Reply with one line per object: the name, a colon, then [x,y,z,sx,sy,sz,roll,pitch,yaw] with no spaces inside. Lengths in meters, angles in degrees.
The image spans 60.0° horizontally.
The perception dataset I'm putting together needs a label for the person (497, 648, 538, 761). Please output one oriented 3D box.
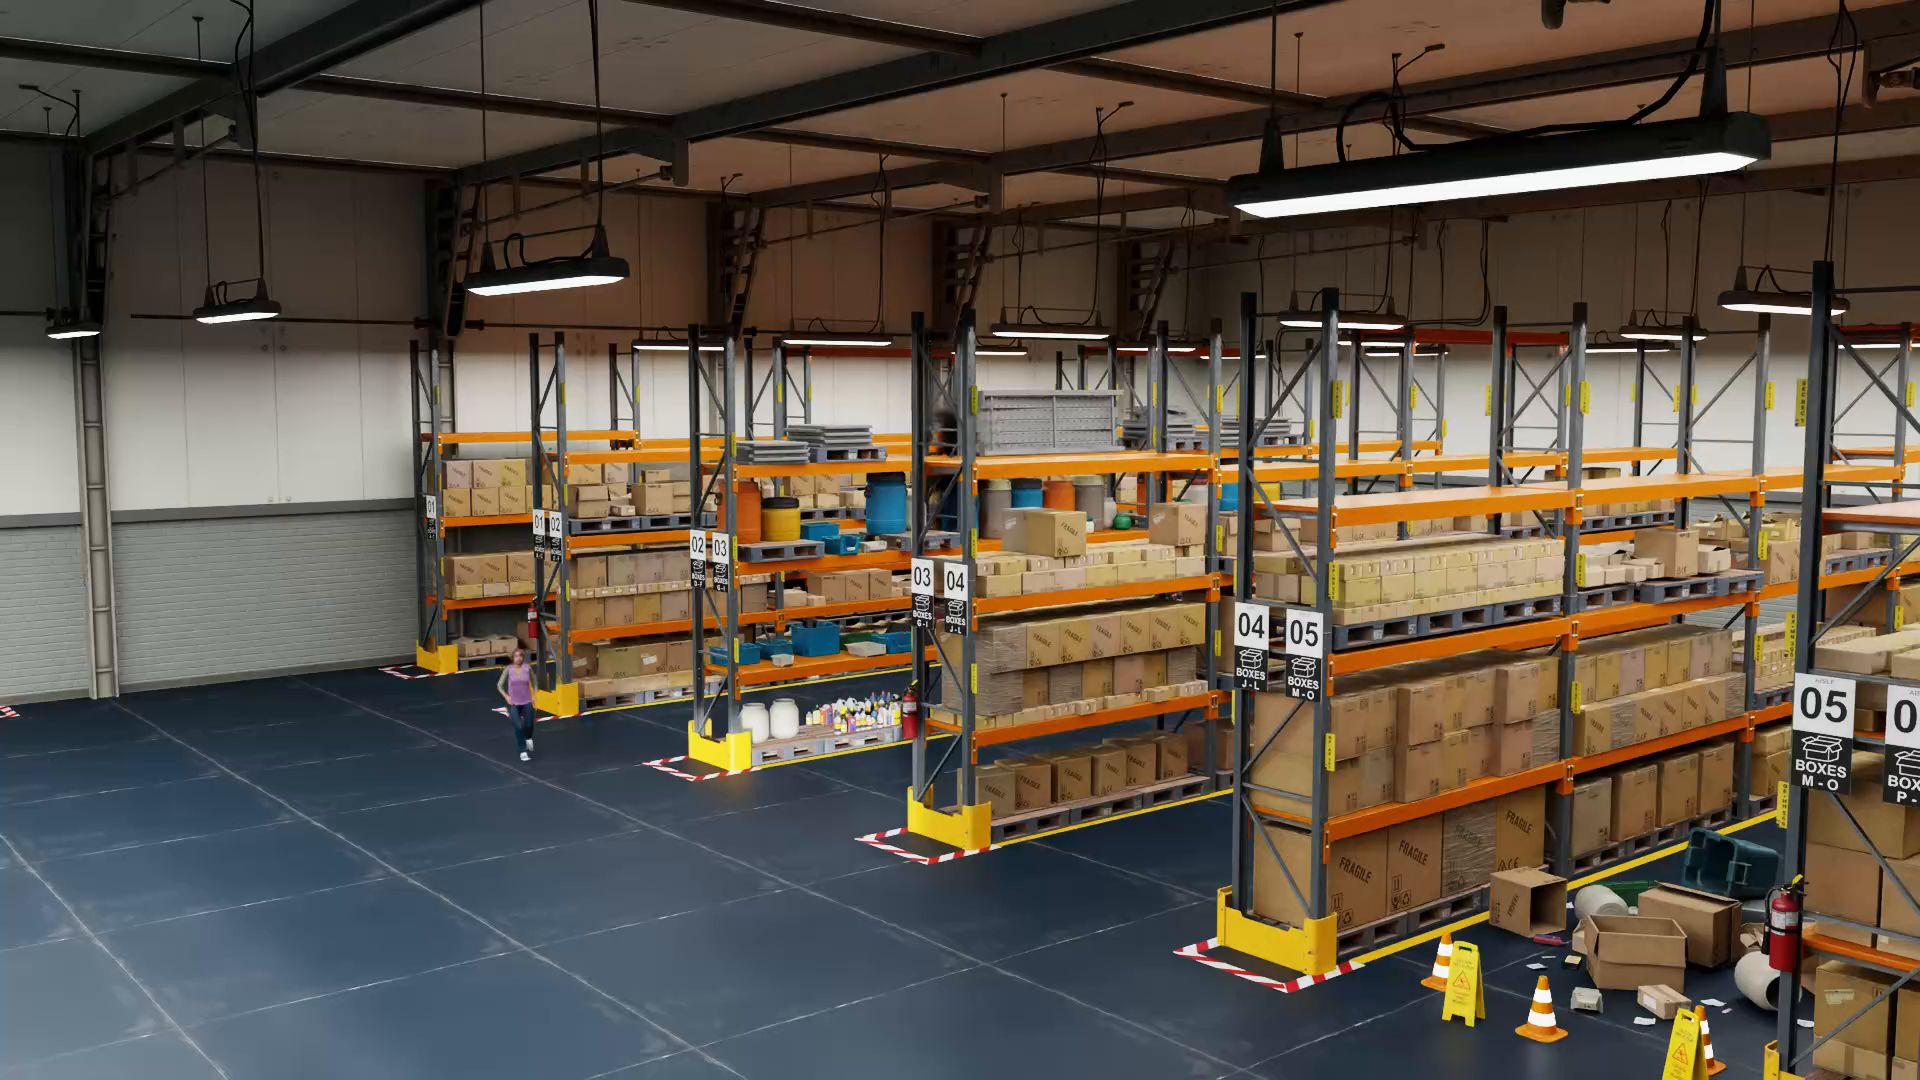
person: [-6.117,2.267,23.013,0.559,1.562,0.546,-2,6,-19]
